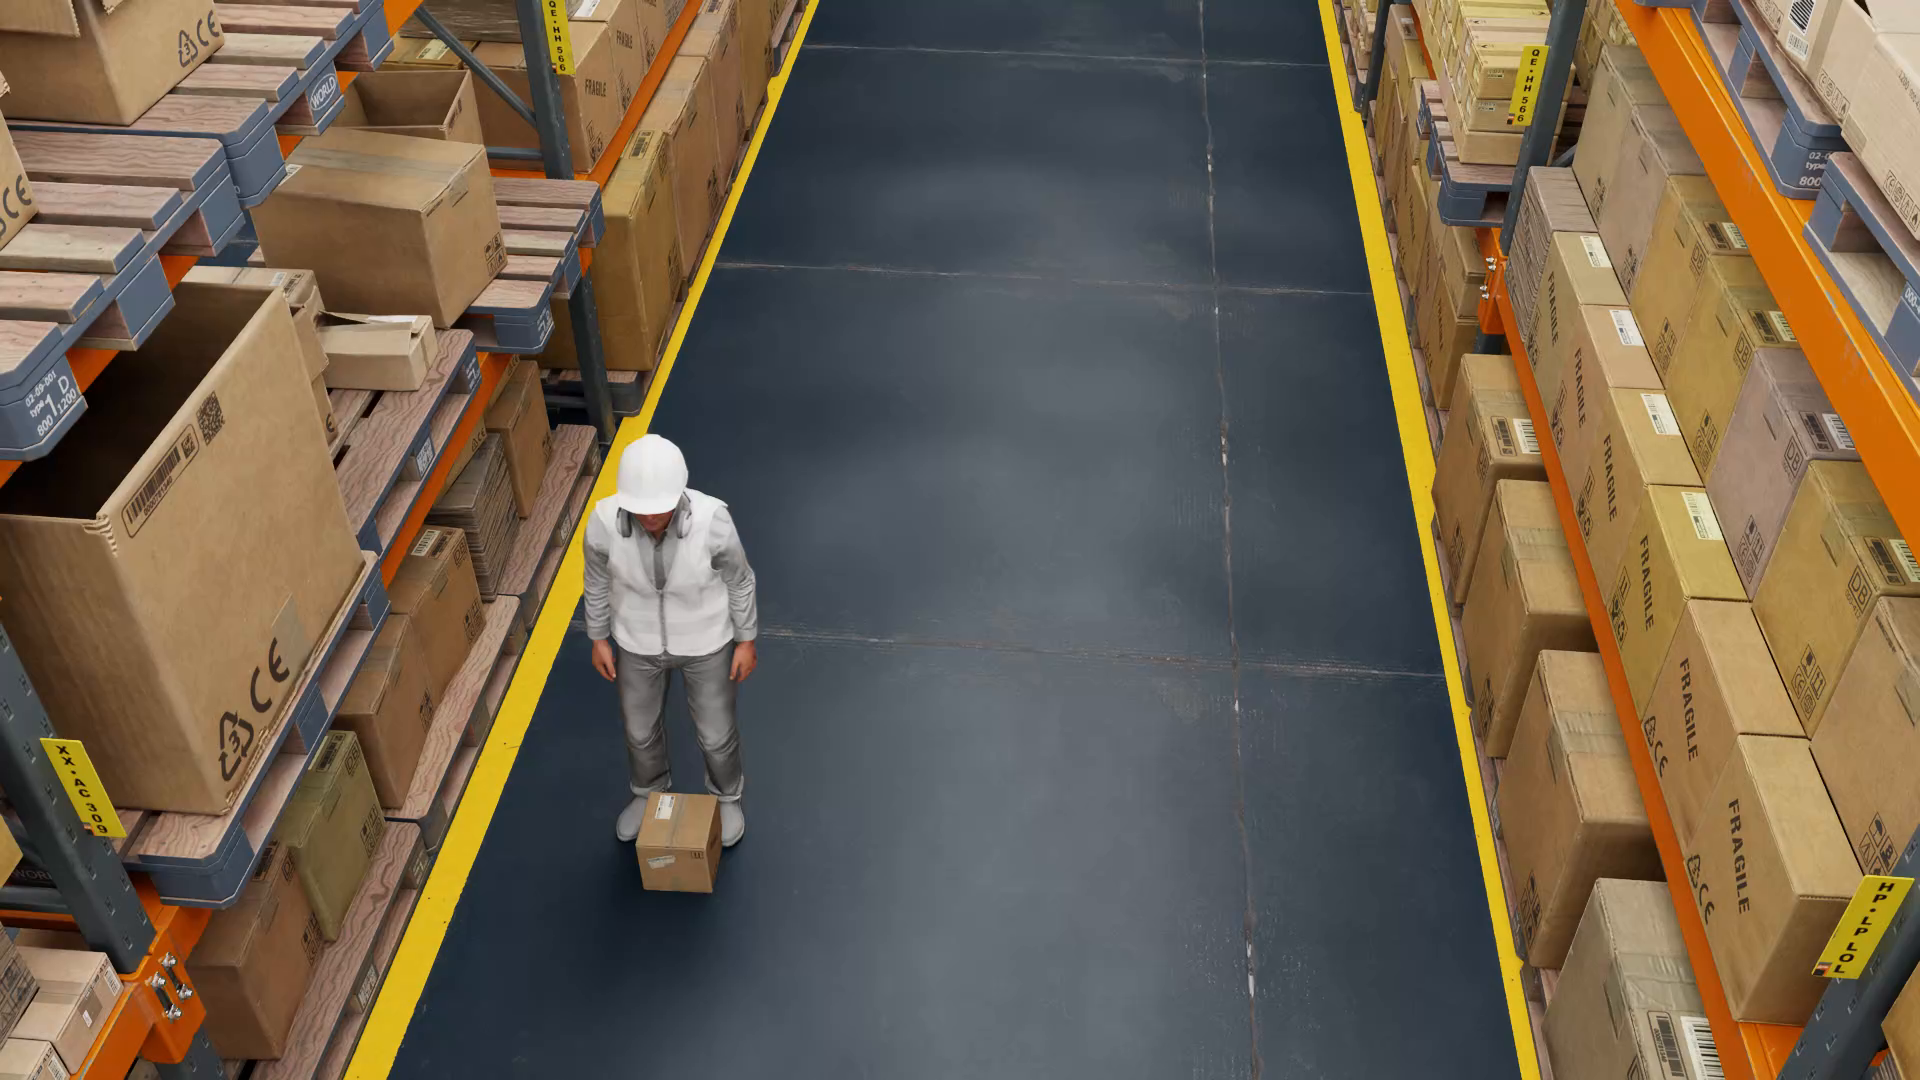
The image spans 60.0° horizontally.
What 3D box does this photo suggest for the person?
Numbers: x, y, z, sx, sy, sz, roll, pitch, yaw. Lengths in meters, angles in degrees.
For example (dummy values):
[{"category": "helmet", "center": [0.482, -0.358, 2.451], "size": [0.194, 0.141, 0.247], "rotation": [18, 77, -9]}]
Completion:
[{"category": "person", "center": [-0.986, 0.342, 5.725], "size": [0.592, 1.770, 0.465], "rotation": [1, 40, 1]}]
